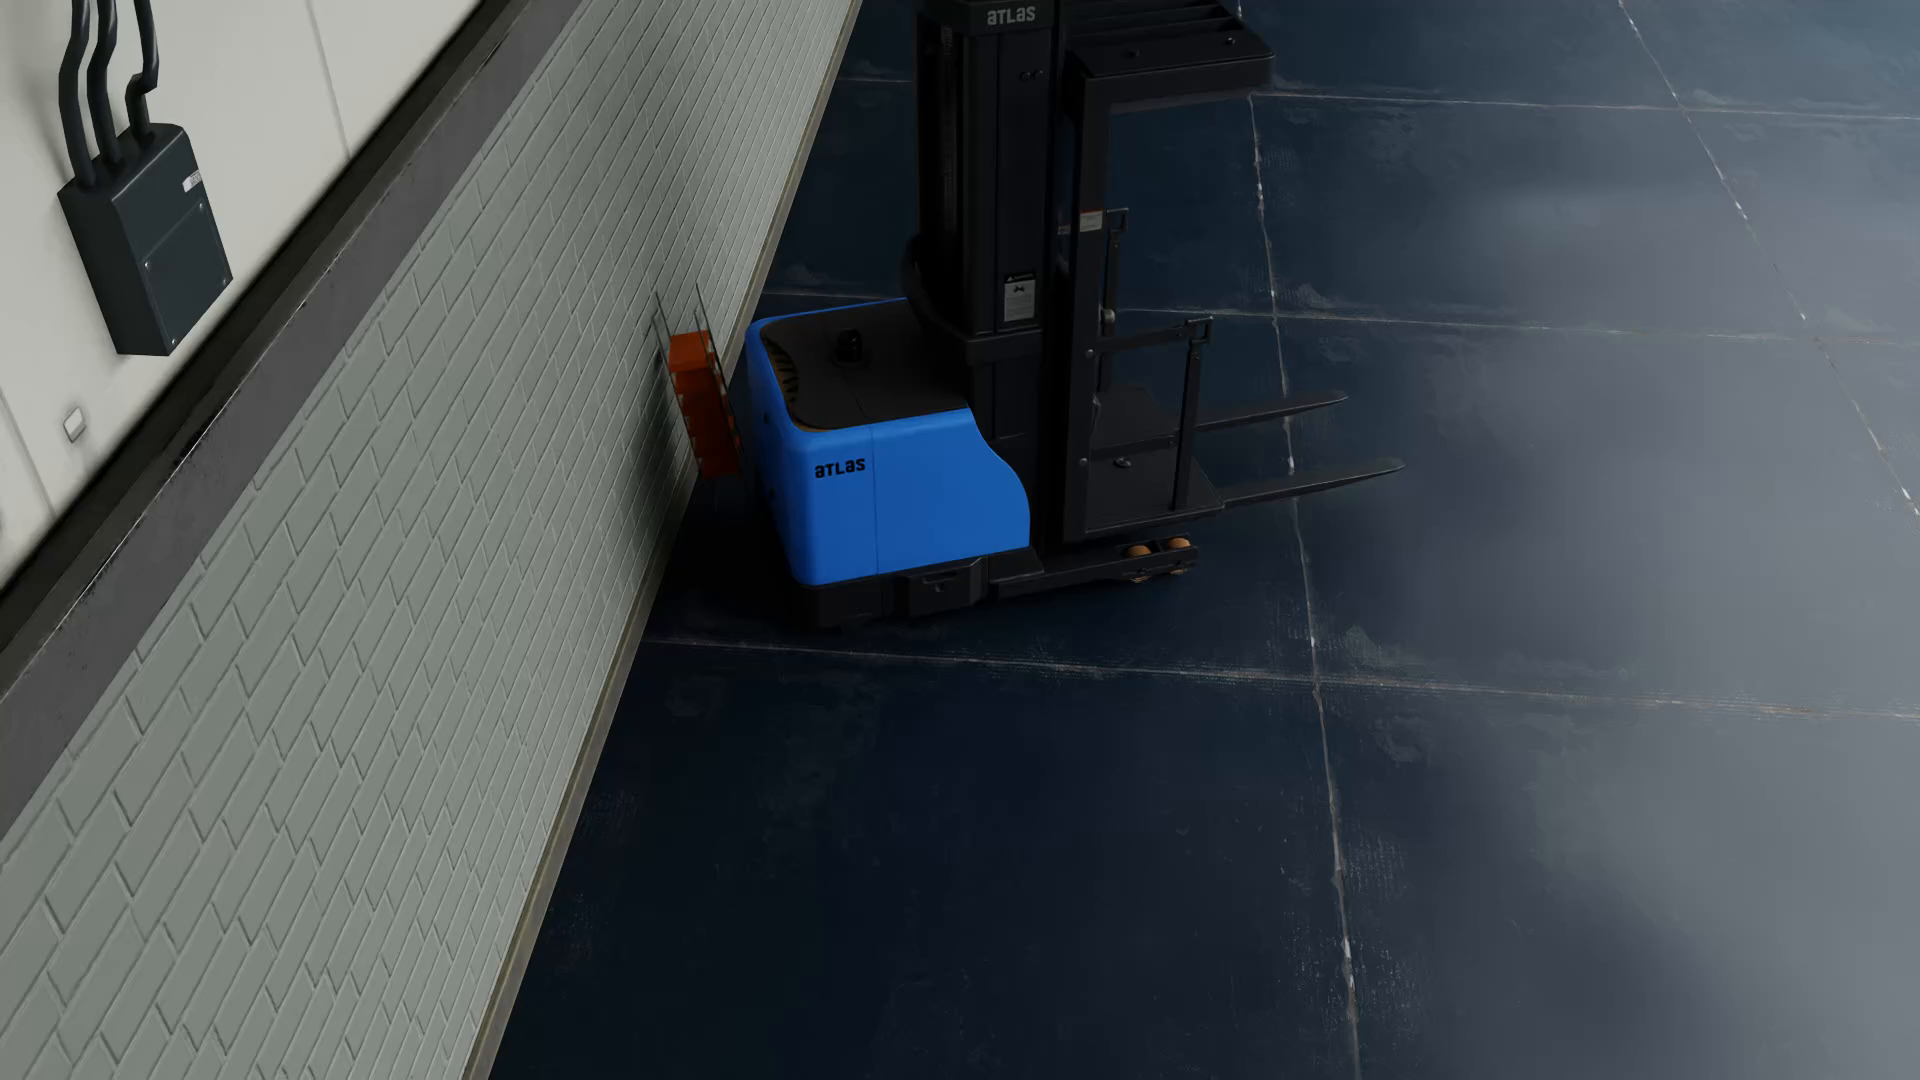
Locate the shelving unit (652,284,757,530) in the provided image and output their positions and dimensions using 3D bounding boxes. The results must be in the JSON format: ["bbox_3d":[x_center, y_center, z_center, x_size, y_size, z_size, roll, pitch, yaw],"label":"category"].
[{"bbox_3d":[-1.164,-0.592,7.685,0.189,1.200,0.258,-9,39,2],"label":"shelving unit"}]

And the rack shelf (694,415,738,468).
[{"bbox_3d":[-1.140,-0.467,7.790,0.180,0.103,0.258,-9,39,2],"label":"rack shelf"}]

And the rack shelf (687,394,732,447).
[{"bbox_3d":[-1.157,-0.559,7.714,0.180,0.103,0.258,-9,39,2],"label":"rack shelf"}]

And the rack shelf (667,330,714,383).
[{"bbox_3d":[-1.210,-0.832,7.486,0.180,0.103,0.258,-9,39,2],"label":"rack shelf"}]

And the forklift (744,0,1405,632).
[{"bbox_3d":[0.599,-1.256,7.142,3.031,2.935,1.130,-10,40,-13],"label":"forklift"}]

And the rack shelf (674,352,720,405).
[{"bbox_3d":[-1.193,-0.741,7.562,0.180,0.103,0.258,-9,39,2],"label":"rack shelf"}]

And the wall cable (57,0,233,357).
[{"bbox_3d":[-1.506,-3.418,2.297,0.169,6.003,2.305,3,39,4],"label":"wall cable"}]

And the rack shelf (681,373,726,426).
[{"bbox_3d":[-1.175,-0.650,7.638,0.180,0.103,0.258,-9,39,2],"label":"rack shelf"}]

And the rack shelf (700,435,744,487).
[{"bbox_3d":[-1.122,-0.376,7.865,0.180,0.103,0.258,-9,39,2],"label":"rack shelf"}]

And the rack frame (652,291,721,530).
[{"bbox_3d":[-1.254,-0.578,7.689,0.006,1.200,0.240,-9,39,2],"label":"rack frame"}]

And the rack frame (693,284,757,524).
[{"bbox_3d":[-1.074,-0.607,7.682,0.006,1.200,0.240,-9,39,2],"label":"rack frame"}]
